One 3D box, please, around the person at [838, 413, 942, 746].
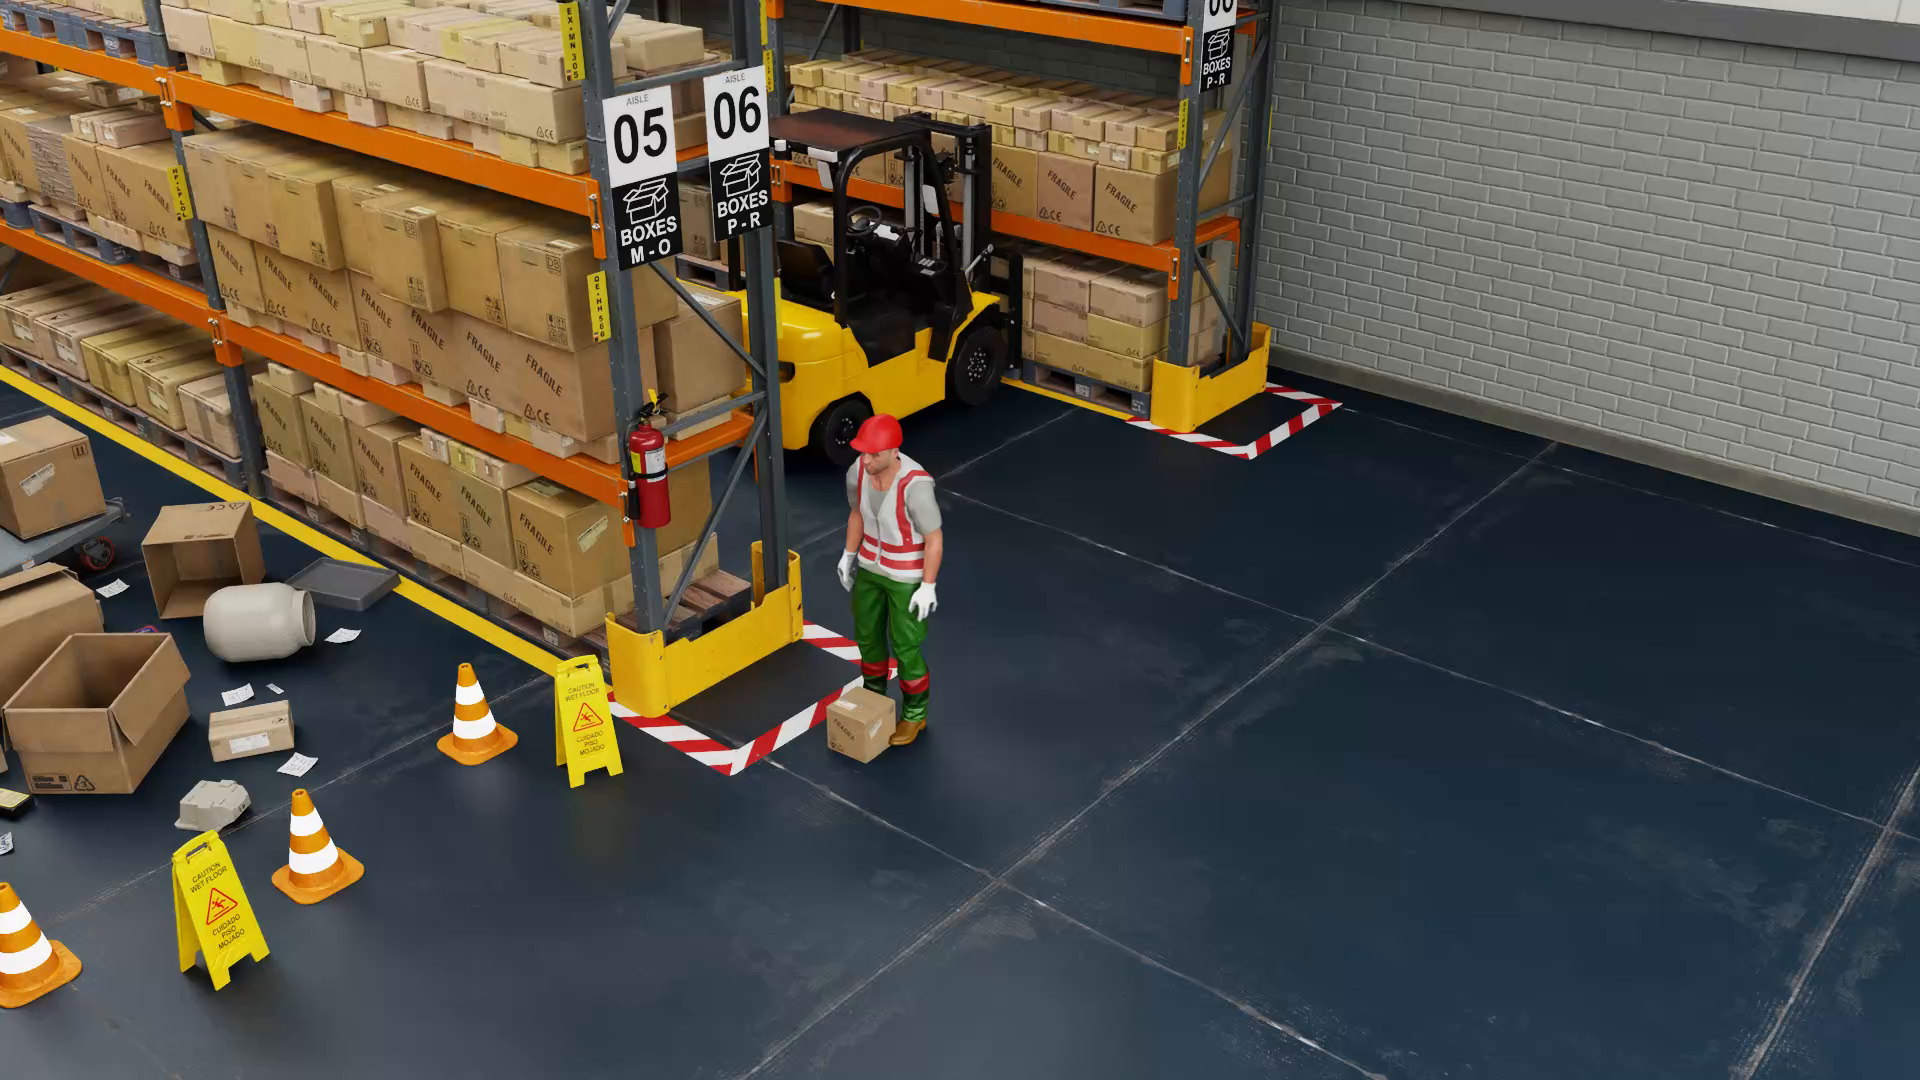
[{"bbox_3d":[-0.357,0.178,8.254,0.610,1.779,0.454,20,33,34],"label":"person"}]
